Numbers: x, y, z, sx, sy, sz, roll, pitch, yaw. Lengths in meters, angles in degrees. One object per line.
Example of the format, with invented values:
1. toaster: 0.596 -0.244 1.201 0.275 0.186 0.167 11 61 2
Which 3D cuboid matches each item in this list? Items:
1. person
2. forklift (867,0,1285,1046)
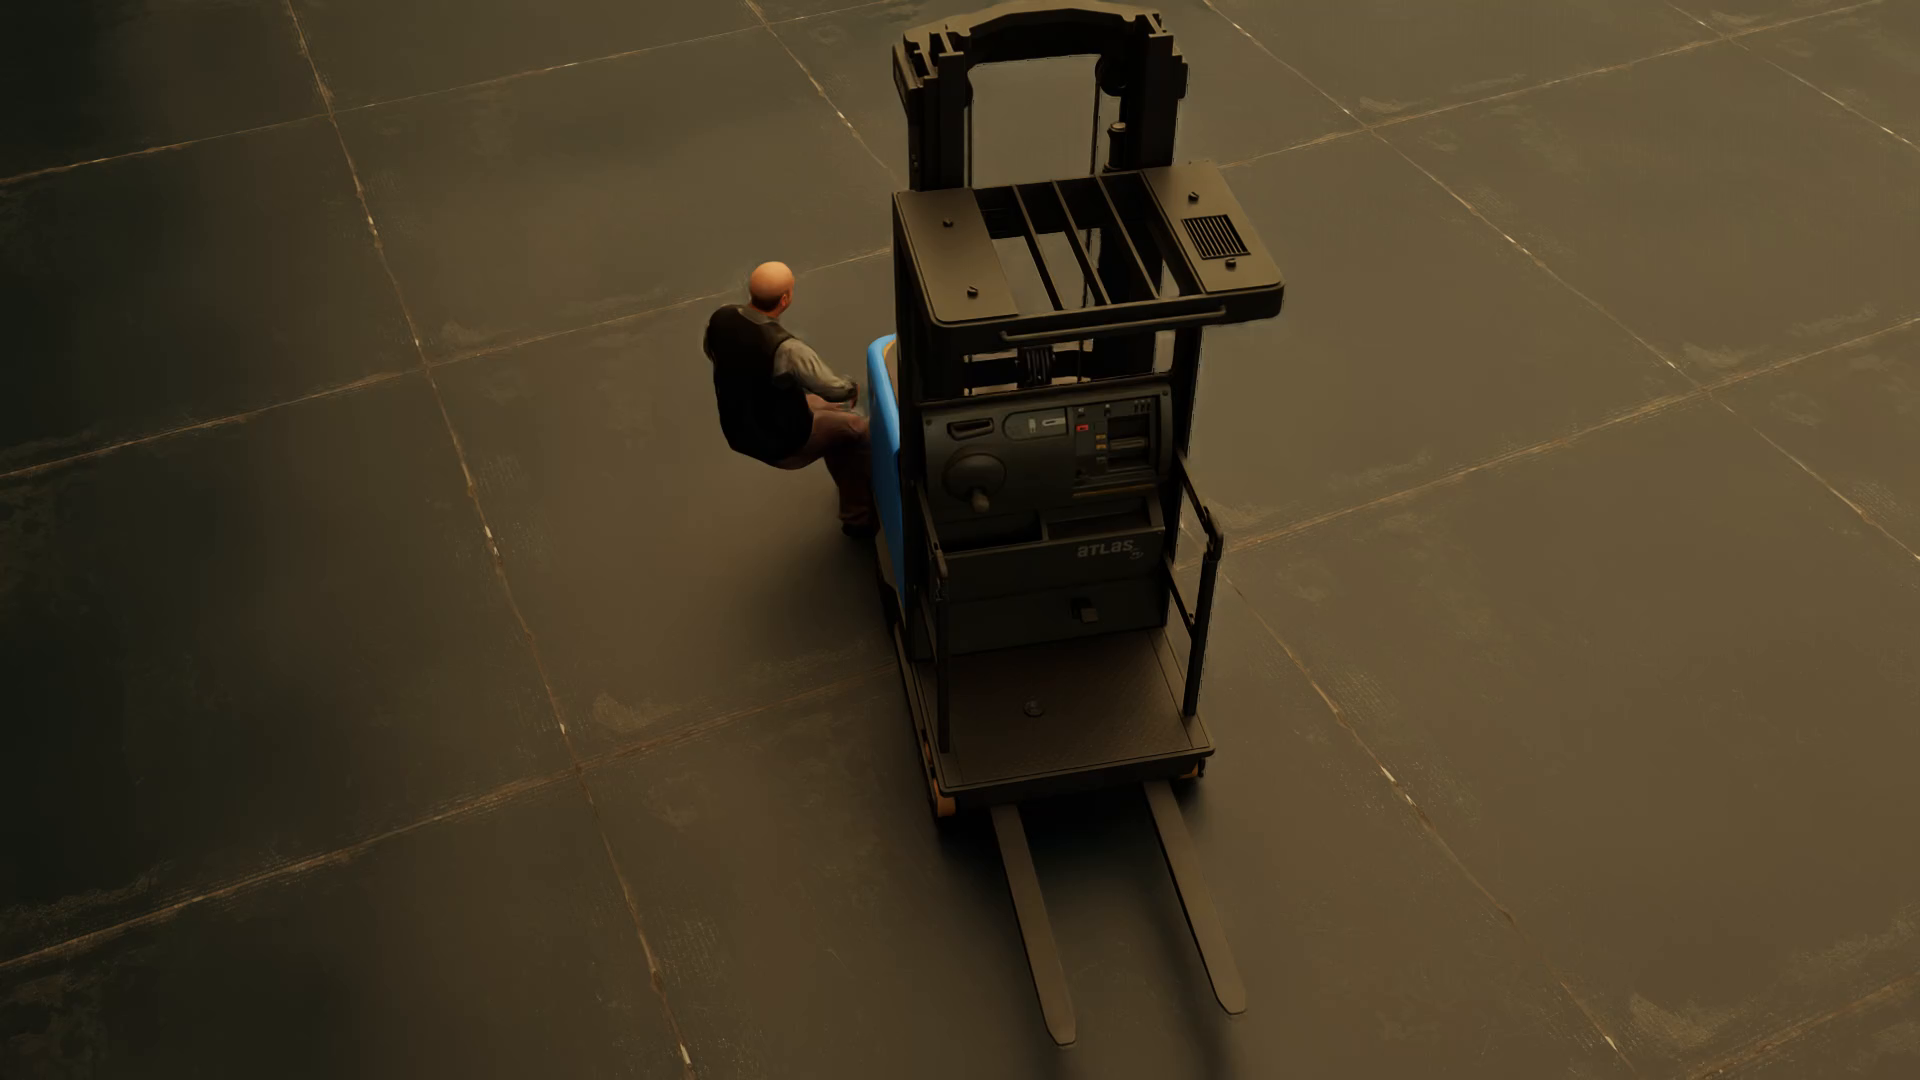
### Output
1. person: -0.678 -0.663 7.504 0.785 1.520 0.899 28 50 26
2. forklift: 0.369 -0.246 5.943 1.130 2.935 3.031 -8 44 -8
